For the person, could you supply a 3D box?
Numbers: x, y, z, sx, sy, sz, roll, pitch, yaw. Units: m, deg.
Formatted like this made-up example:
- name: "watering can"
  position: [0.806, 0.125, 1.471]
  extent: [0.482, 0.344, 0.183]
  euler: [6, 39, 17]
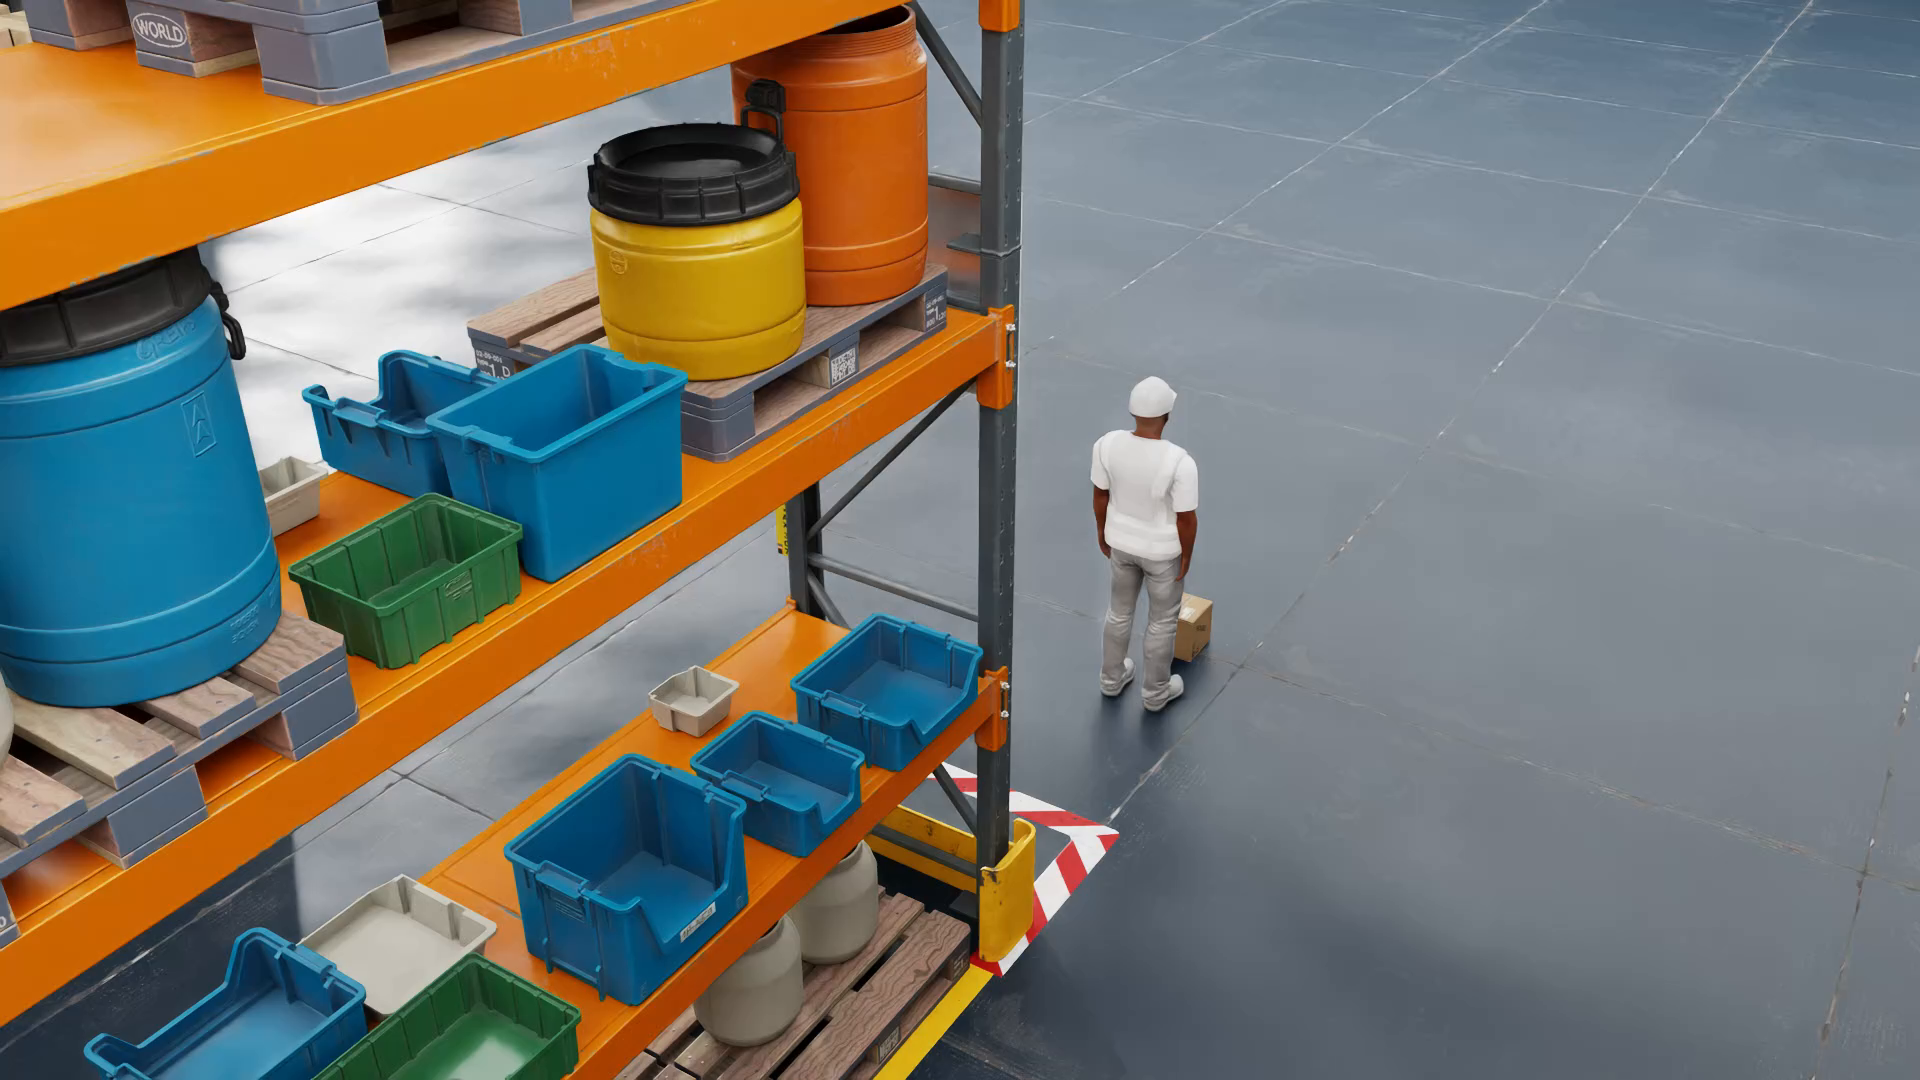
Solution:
- name: "person"
  position: [0.903, 0.013, 8.147]
  extent: [0.563, 1.761, 0.358]
  euler: [18, 35, 28]
